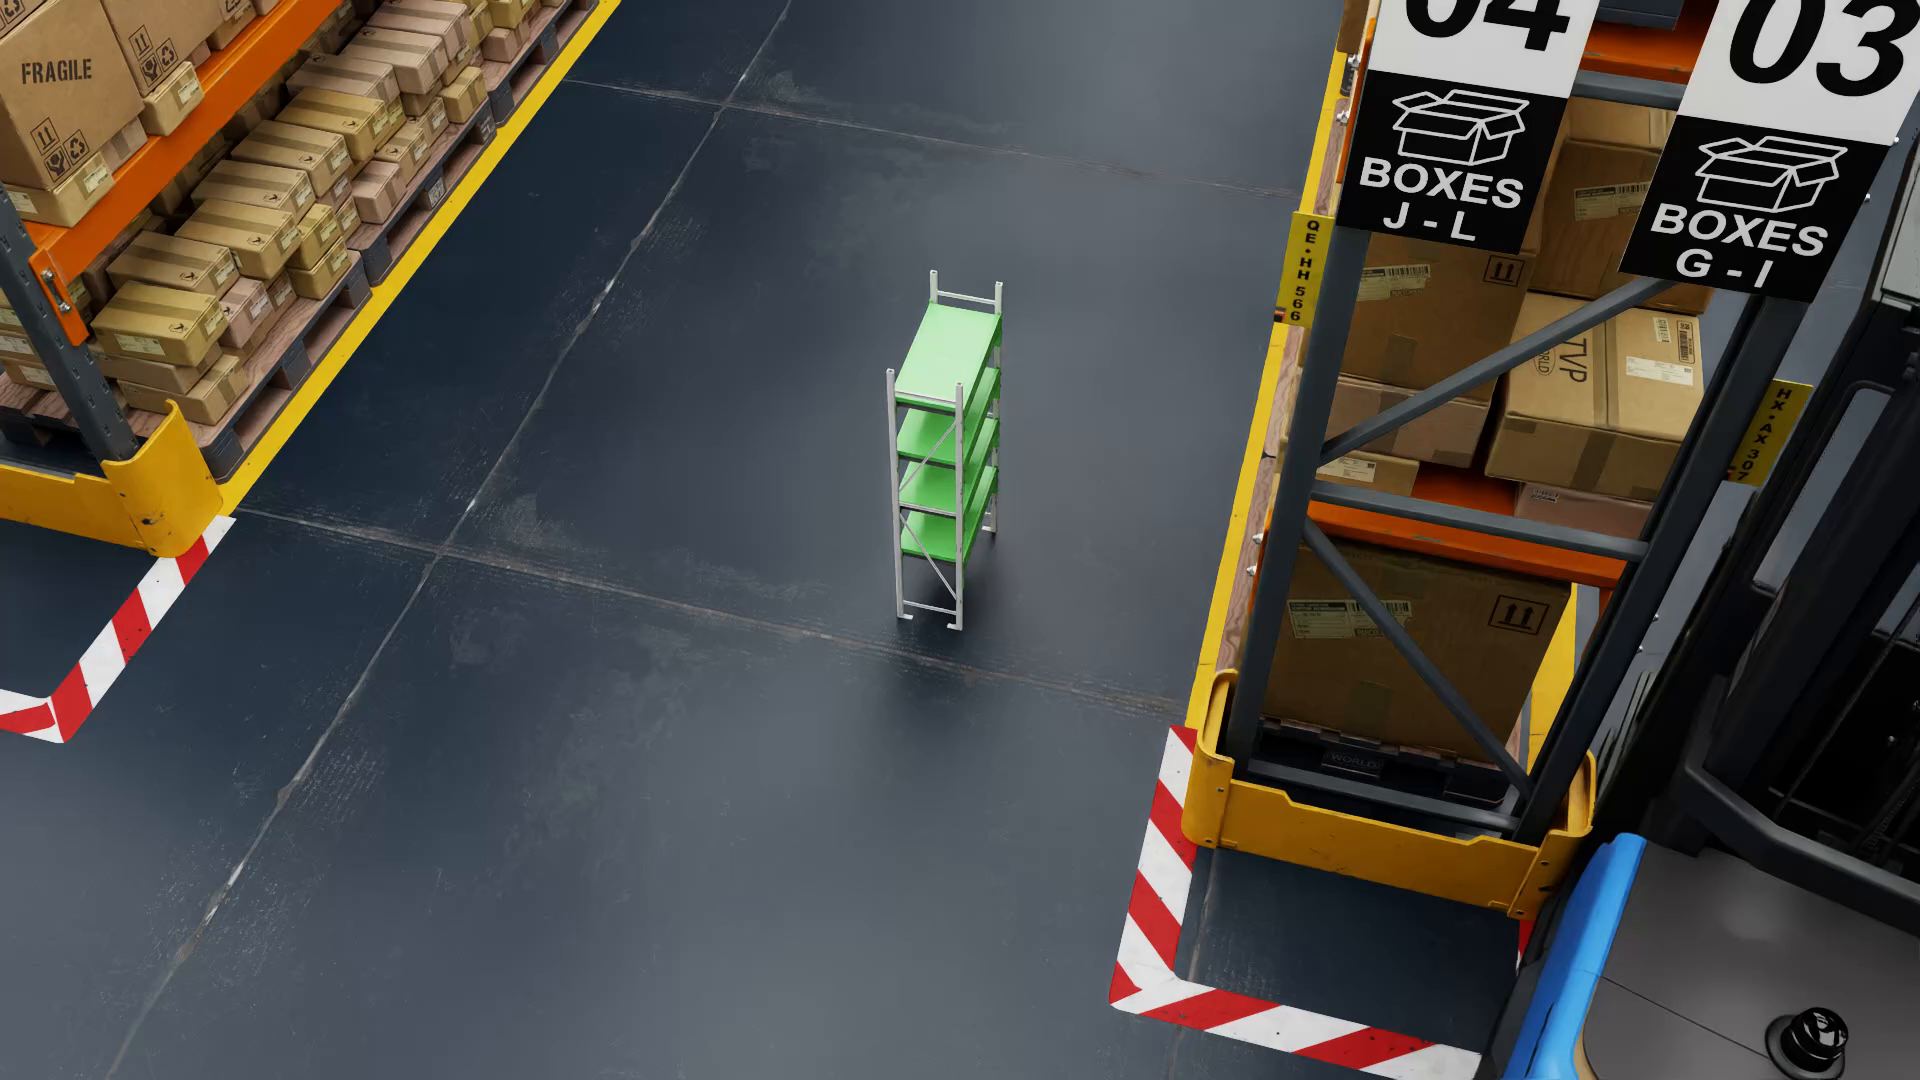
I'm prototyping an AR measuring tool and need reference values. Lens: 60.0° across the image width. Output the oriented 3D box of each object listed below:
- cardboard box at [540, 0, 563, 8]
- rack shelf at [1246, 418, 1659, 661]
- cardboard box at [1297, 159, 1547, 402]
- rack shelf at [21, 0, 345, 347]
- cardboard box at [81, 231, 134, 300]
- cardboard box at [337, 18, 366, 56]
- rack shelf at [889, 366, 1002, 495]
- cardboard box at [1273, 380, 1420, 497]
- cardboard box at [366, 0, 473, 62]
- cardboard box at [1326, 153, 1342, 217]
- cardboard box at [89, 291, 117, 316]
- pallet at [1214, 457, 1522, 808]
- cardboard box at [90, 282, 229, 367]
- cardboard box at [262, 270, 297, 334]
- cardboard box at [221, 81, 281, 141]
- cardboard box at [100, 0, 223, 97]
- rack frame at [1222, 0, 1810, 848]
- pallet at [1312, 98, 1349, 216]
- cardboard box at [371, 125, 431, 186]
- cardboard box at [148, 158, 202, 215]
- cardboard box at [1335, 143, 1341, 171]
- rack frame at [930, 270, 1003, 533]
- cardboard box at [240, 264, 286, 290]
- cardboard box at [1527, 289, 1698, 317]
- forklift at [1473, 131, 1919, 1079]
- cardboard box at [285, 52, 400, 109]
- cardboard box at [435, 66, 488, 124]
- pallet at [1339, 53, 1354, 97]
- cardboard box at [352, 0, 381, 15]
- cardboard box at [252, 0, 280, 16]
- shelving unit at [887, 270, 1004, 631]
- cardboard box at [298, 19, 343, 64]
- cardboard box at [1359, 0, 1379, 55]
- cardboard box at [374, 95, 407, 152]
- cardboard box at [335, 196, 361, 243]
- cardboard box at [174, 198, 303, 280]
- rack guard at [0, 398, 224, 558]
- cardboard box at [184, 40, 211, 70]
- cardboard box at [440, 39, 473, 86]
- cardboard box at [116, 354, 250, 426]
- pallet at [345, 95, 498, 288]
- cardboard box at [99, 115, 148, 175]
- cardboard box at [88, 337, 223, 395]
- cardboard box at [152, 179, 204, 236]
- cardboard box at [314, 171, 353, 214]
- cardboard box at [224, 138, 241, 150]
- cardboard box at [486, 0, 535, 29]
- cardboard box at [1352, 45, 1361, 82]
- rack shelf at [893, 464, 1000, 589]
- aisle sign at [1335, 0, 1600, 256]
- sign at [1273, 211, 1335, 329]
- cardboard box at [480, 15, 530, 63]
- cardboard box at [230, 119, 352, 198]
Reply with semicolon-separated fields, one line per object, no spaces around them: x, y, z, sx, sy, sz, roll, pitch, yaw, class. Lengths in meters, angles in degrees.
-2.159;-2.836;8.373;0.380;0.149;0.250;12;50;11;cardboard box
1.848;-1.254;5.836;1.077;0.370;4.000;12;50;10;rack shelf
1.196;-0.747;4.310;0.500;0.500;0.500;12;50;10;cardboard box
-2.911;-2.306;6.765;1.077;0.370;4.000;12;50;10;rack shelf
-3.421;-1.093;6.439;0.380;0.149;0.250;12;50;11;cardboard box
-2.967;-2.313;7.714;0.380;0.149;0.250;14;50;12;cardboard box
-0.044;-0.394;5.562;0.258;0.148;0.480;12;50;10;rack shelf
1.097;-0.285;4.669;0.380;0.149;0.250;12;50;11;cardboard box
-2.440;-2.314;7.516;0.380;0.149;0.250;9;49;8;cardboard box
1.327;-0.864;4.914;0.500;0.250;0.500;11;49;9;cardboard box
-3.453;-1.008;6.562;0.380;0.149;0.250;11;49;9;cardboard box
1.456;0.283;5.859;1.003;0.211;1.213;12;50;10;pallet
-2.971;-0.802;6.182;0.380;0.149;0.250;10;49;8;cardboard box
-2.942;-0.995;6.749;0.380;0.149;0.250;12;50;10;cardboard box
-3.152;-1.855;7.111;0.380;0.149;0.250;10;49;9;cardboard box
-2.936;-1.891;5.654;0.500;0.500;0.500;12;50;10;cardboard box
1.321;-0.046;4.290;1.000;3.000;0.127;12;50;10;rack frame
2.099;-1.482;7.417;1.003;0.211;1.213;12;50;10;pallet
-2.596;-1.731;7.398;0.380;0.149;0.250;12;50;10;cardboard box
-3.346;-1.481;6.781;0.380;0.149;0.250;10;49;9;cardboard box
1.433;-1.212;5.486;0.380;0.149;0.250;12;50;10;cardboard box
0.021;-0.454;5.850;0.240;1.200;0.015;12;50;10;rack frame
-2.946;-1.101;6.644;0.380;0.149;0.250;12;50;11;cardboard box
1.839;-0.766;4.827;0.500;0.250;0.500;11;49;10;cardboard box
2.462;0.189;4.128;1.130;2.935;3.031;23;53;19;forklift
-2.670;-1.959;7.202;0.380;0.149;0.250;12;50;10;cardboard box
-2.431;-2.087;7.713;0.380;0.149;0.250;11;50;10;cardboard box
2.505;-2.589;8.394;1.003;0.211;1.213;12;50;10;pallet
-2.870;-2.602;7.770;0.380;0.149;0.250;10;49;9;cardboard box
-2.763;-2.139;6.305;0.380;0.149;0.250;11;49;9;cardboard box
-0.044;-0.277;5.694;0.258;1.200;0.503;12;50;10;shelving unit
-3.008;-2.220;7.434;0.380;0.149;0.250;10;49;8;cardboard box
1.594;-1.610;5.572;0.500;0.250;0.500;12;50;10;cardboard box
-2.683;-1.874;7.326;0.380;0.149;0.250;14;50;12;cardboard box
-2.794;-1.362;7.073;0.380;0.149;0.250;12;50;10;cardboard box
-2.825;-1.182;6.517;0.380;0.149;0.250;11;50;10;cardboard box
-3.417;-0.325;6.204;1.175;0.500;0.348;12;50;10;rack guard
-2.950;-1.775;5.983;0.380;0.149;0.250;14;50;12;cardboard box
-2.482;-2.249;7.657;0.380;0.149;0.250;13;50;11;cardboard box
-2.990;-0.609;6.408;0.380;0.149;0.250;12;50;11;cardboard box
-2.846;-1.690;7.601;1.003;0.211;1.213;12;50;10;pallet
-3.009;-1.376;5.632;0.380;0.149;0.250;13;50;11;cardboard box
-3.052;-0.720;6.308;0.380;0.149;0.250;13;50;12;cardboard box
-3.268;-1.380;6.890;0.380;0.149;0.250;11;49;10;cardboard box
-2.796;-1.476;6.975;0.380;0.149;0.250;9;49;8;cardboard box
-3.229;-1.765;7.230;0.380;0.149;0.250;14;50;12;cardboard box
-2.273;-2.599;7.966;0.380;0.149;0.250;10;49;9;cardboard box
1.567;-1.580;5.811;0.380;0.149;0.250;10;49;9;cardboard box
-0.044;-0.076;5.922;0.258;0.148;0.480;12;50;10;rack shelf
1.013;-0.913;3.321;0.394;0.787;0.004;12;50;10;aisle sign
0.802;-0.624;3.870;0.100;0.325;0.005;12;50;10;sign
-2.315;-2.460;8.042;0.380;0.149;0.250;10;49;9;cardboard box
-2.758;-1.577;6.865;0.380;0.149;0.250;13;50;12;cardboard box
